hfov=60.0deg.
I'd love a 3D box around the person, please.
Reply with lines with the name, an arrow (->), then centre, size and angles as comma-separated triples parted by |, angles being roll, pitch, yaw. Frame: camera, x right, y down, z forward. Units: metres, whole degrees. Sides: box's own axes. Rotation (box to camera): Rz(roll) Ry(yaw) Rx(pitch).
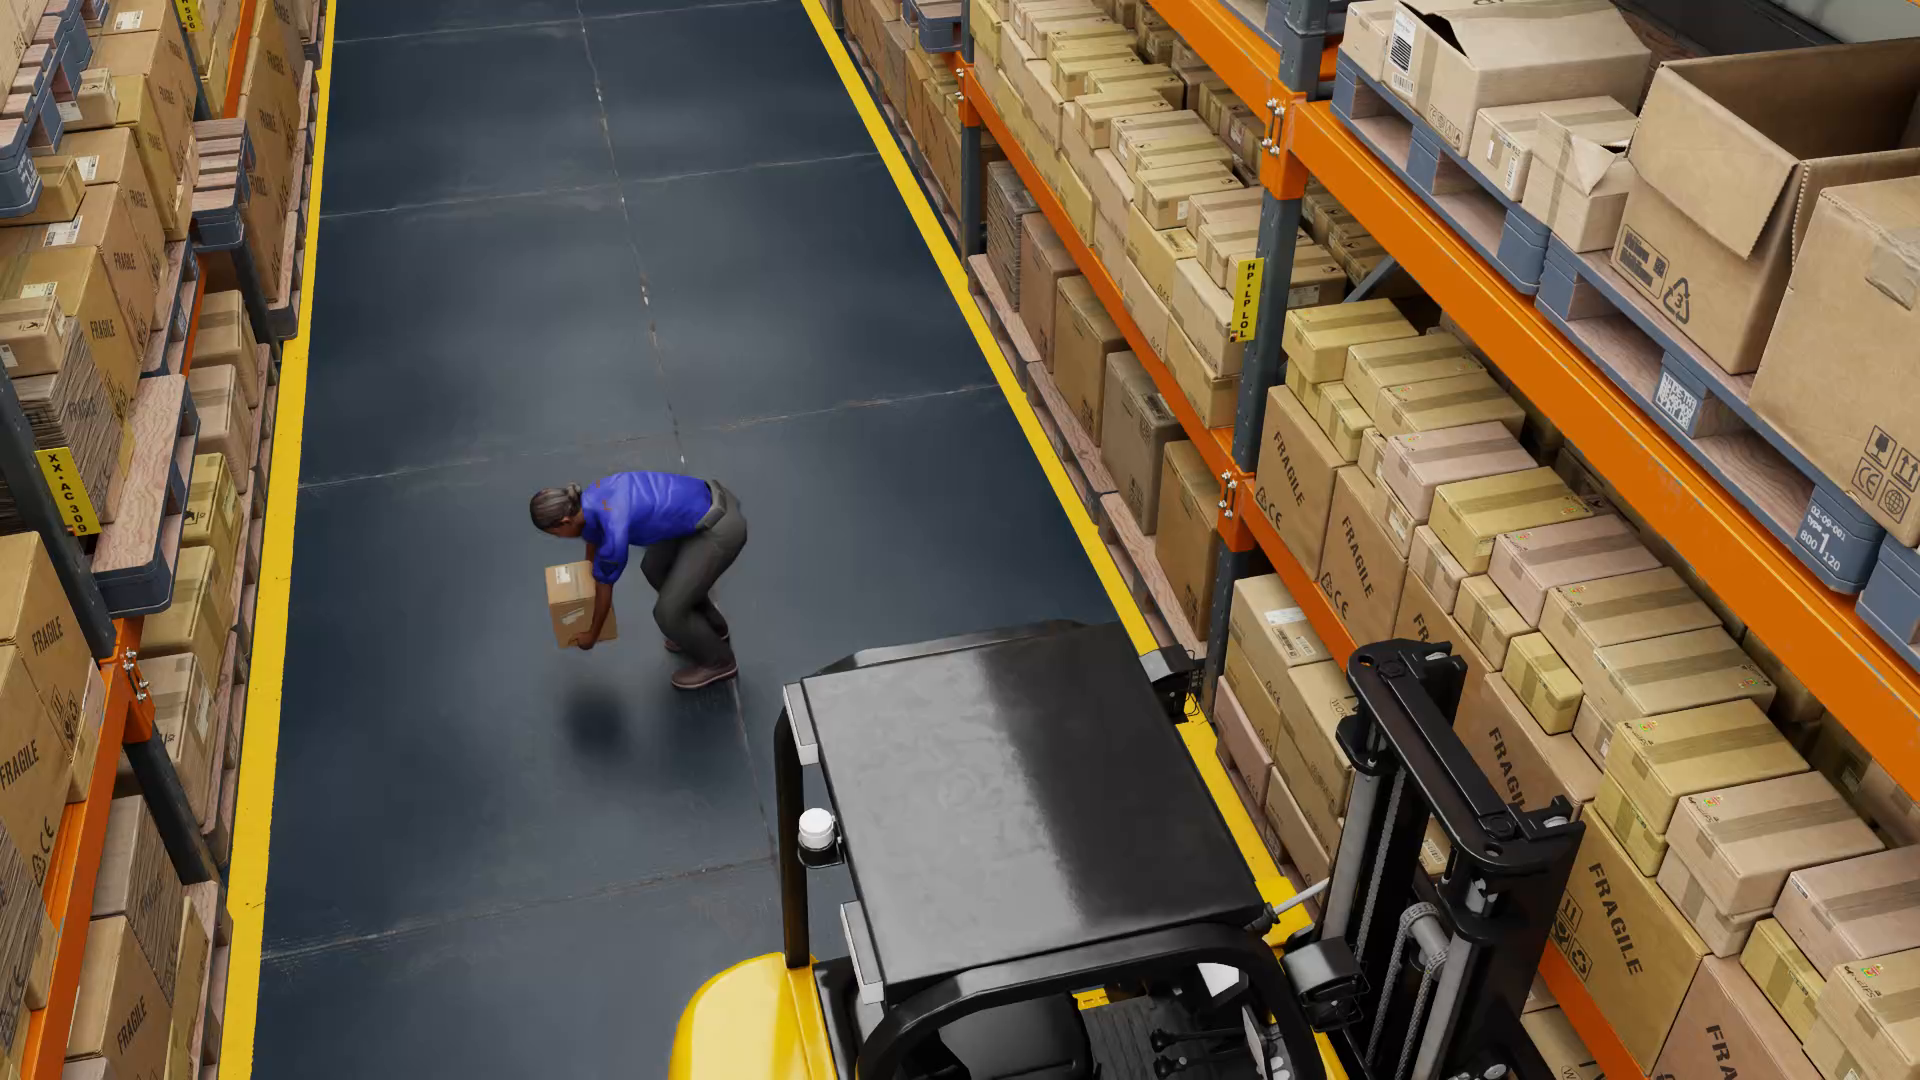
person -> -1.311, 0.147, 7.012 | 0.856, 1.067, 0.456 | -11, 40, -14
